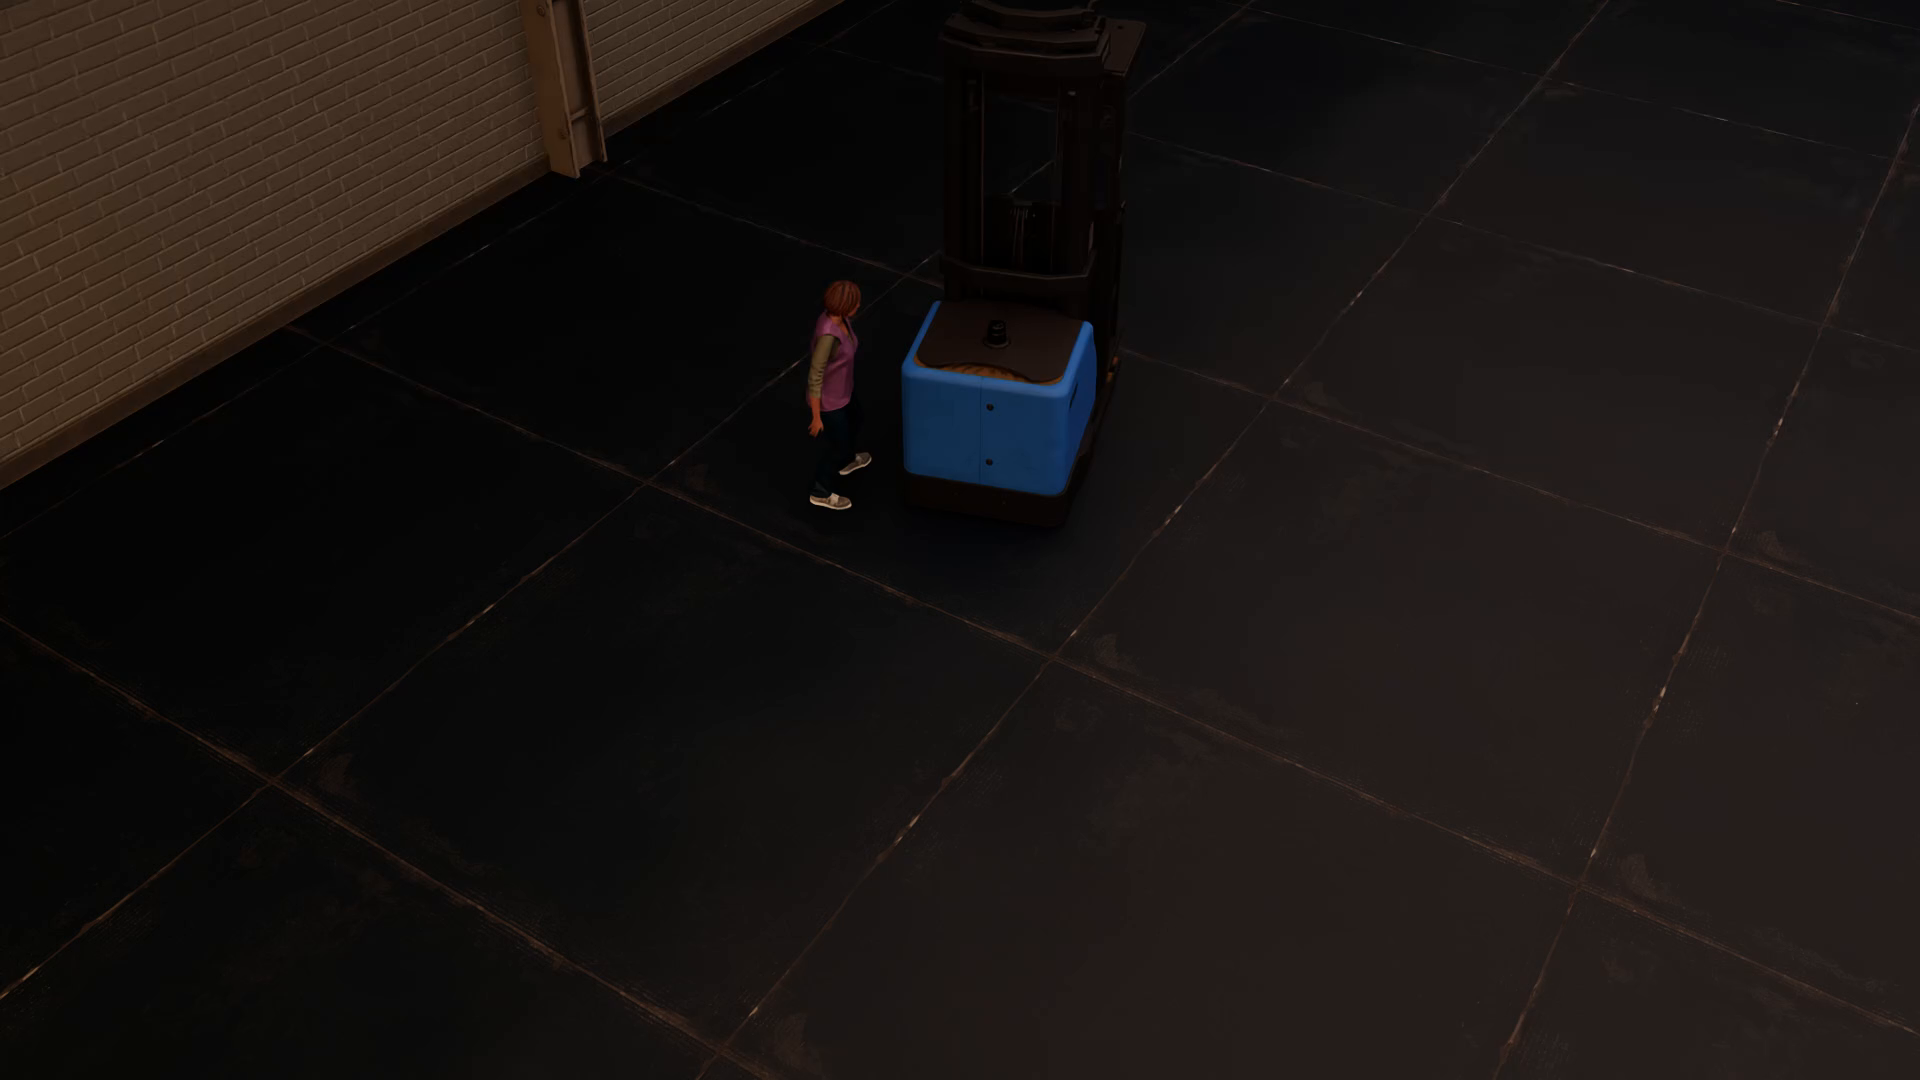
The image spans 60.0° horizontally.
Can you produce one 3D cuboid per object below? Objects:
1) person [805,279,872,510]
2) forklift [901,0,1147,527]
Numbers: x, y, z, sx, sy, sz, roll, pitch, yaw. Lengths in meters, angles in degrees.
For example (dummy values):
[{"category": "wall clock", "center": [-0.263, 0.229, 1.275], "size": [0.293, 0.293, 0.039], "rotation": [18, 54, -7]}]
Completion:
[{"category": "person", "center": [-0.760, -0.898, 10.092], "size": [0.377, 1.570, 0.728], "rotation": [3, 40, 4]}, {"category": "forklift", "center": [0.499, -2.159, 10.514], "size": [1.130, 2.935, 3.031], "rotation": [10, 41, 11]}]
